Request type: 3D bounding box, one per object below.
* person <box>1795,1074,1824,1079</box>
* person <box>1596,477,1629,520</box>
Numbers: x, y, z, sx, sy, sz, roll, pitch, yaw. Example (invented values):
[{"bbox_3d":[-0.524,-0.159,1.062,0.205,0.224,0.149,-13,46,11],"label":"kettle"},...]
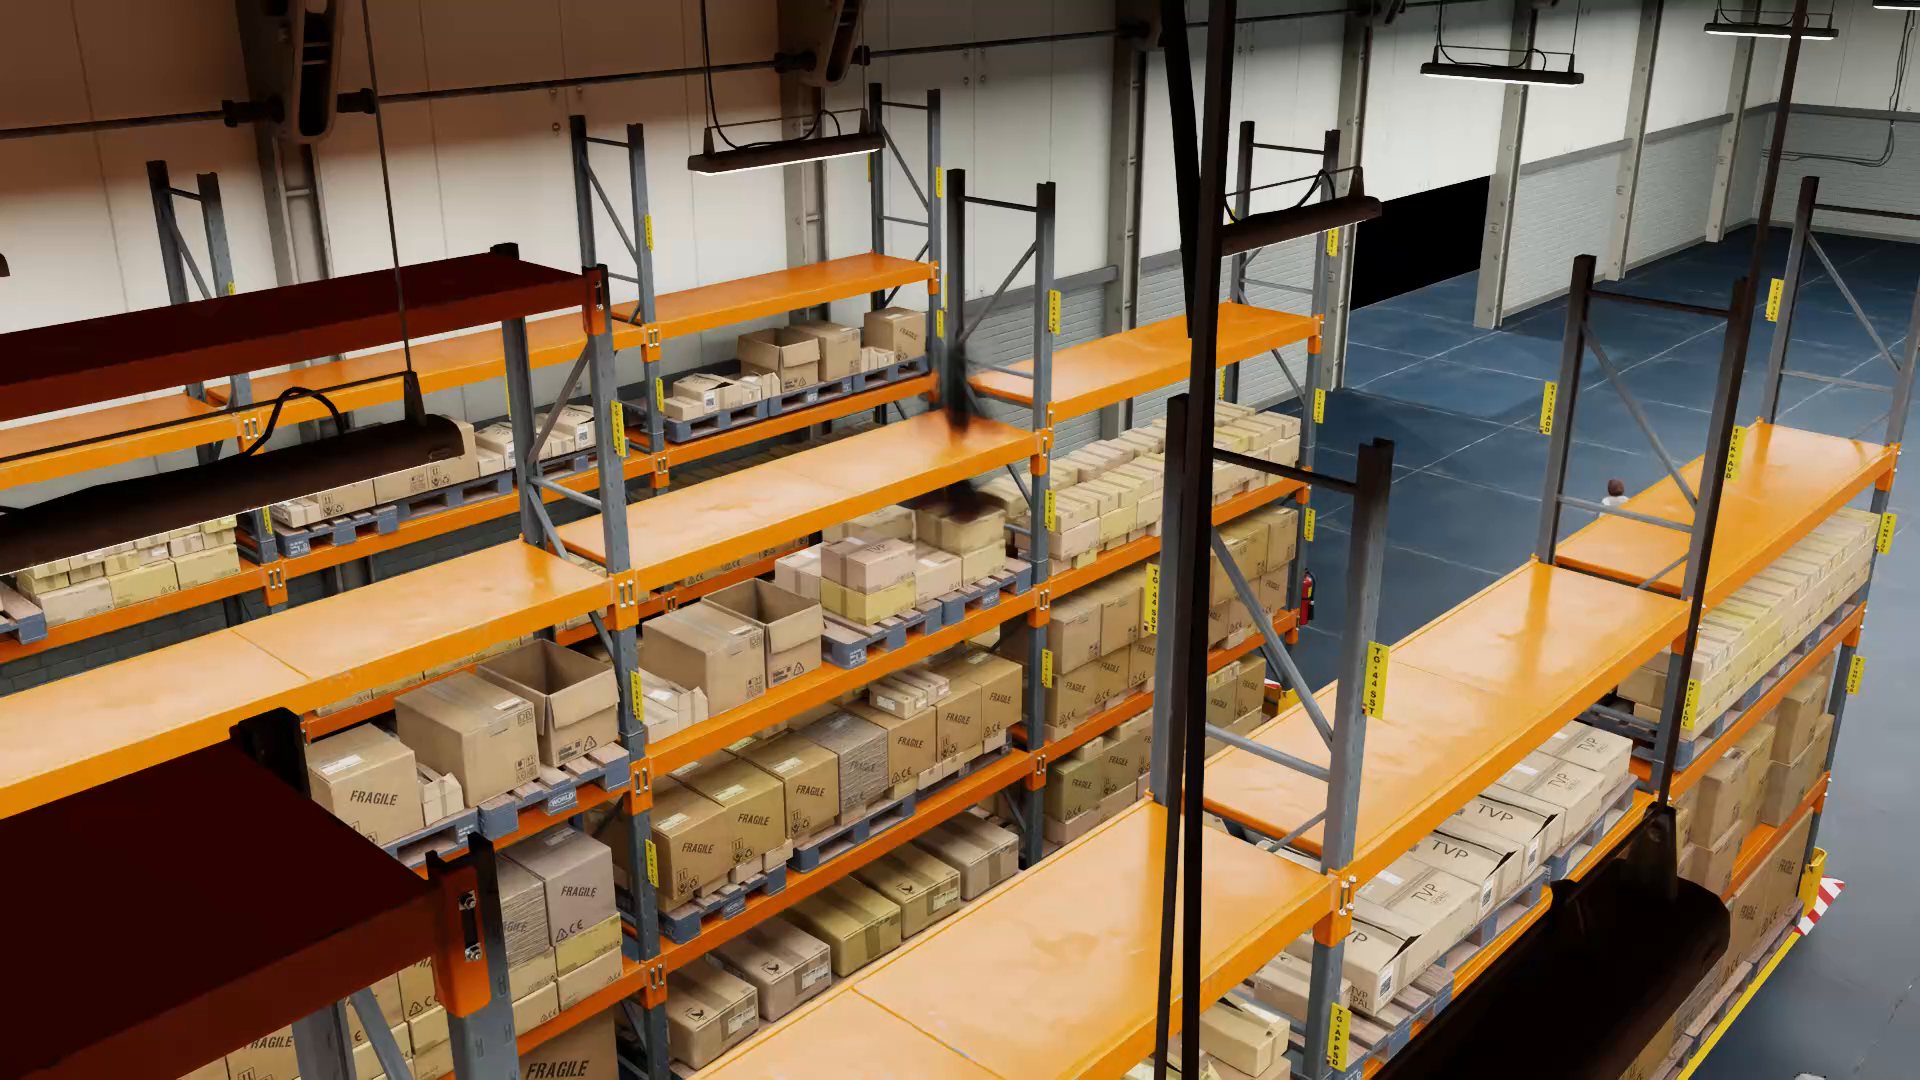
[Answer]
[{"bbox_3d":[4.835,3.862,9.695,0.578,1.746,0.665,-18,27,-38],"label":"person"},{"bbox_3d":[7.714,0.038,19.770,0.538,1.575,0.848,-3,21,-9],"label":"person"}]
